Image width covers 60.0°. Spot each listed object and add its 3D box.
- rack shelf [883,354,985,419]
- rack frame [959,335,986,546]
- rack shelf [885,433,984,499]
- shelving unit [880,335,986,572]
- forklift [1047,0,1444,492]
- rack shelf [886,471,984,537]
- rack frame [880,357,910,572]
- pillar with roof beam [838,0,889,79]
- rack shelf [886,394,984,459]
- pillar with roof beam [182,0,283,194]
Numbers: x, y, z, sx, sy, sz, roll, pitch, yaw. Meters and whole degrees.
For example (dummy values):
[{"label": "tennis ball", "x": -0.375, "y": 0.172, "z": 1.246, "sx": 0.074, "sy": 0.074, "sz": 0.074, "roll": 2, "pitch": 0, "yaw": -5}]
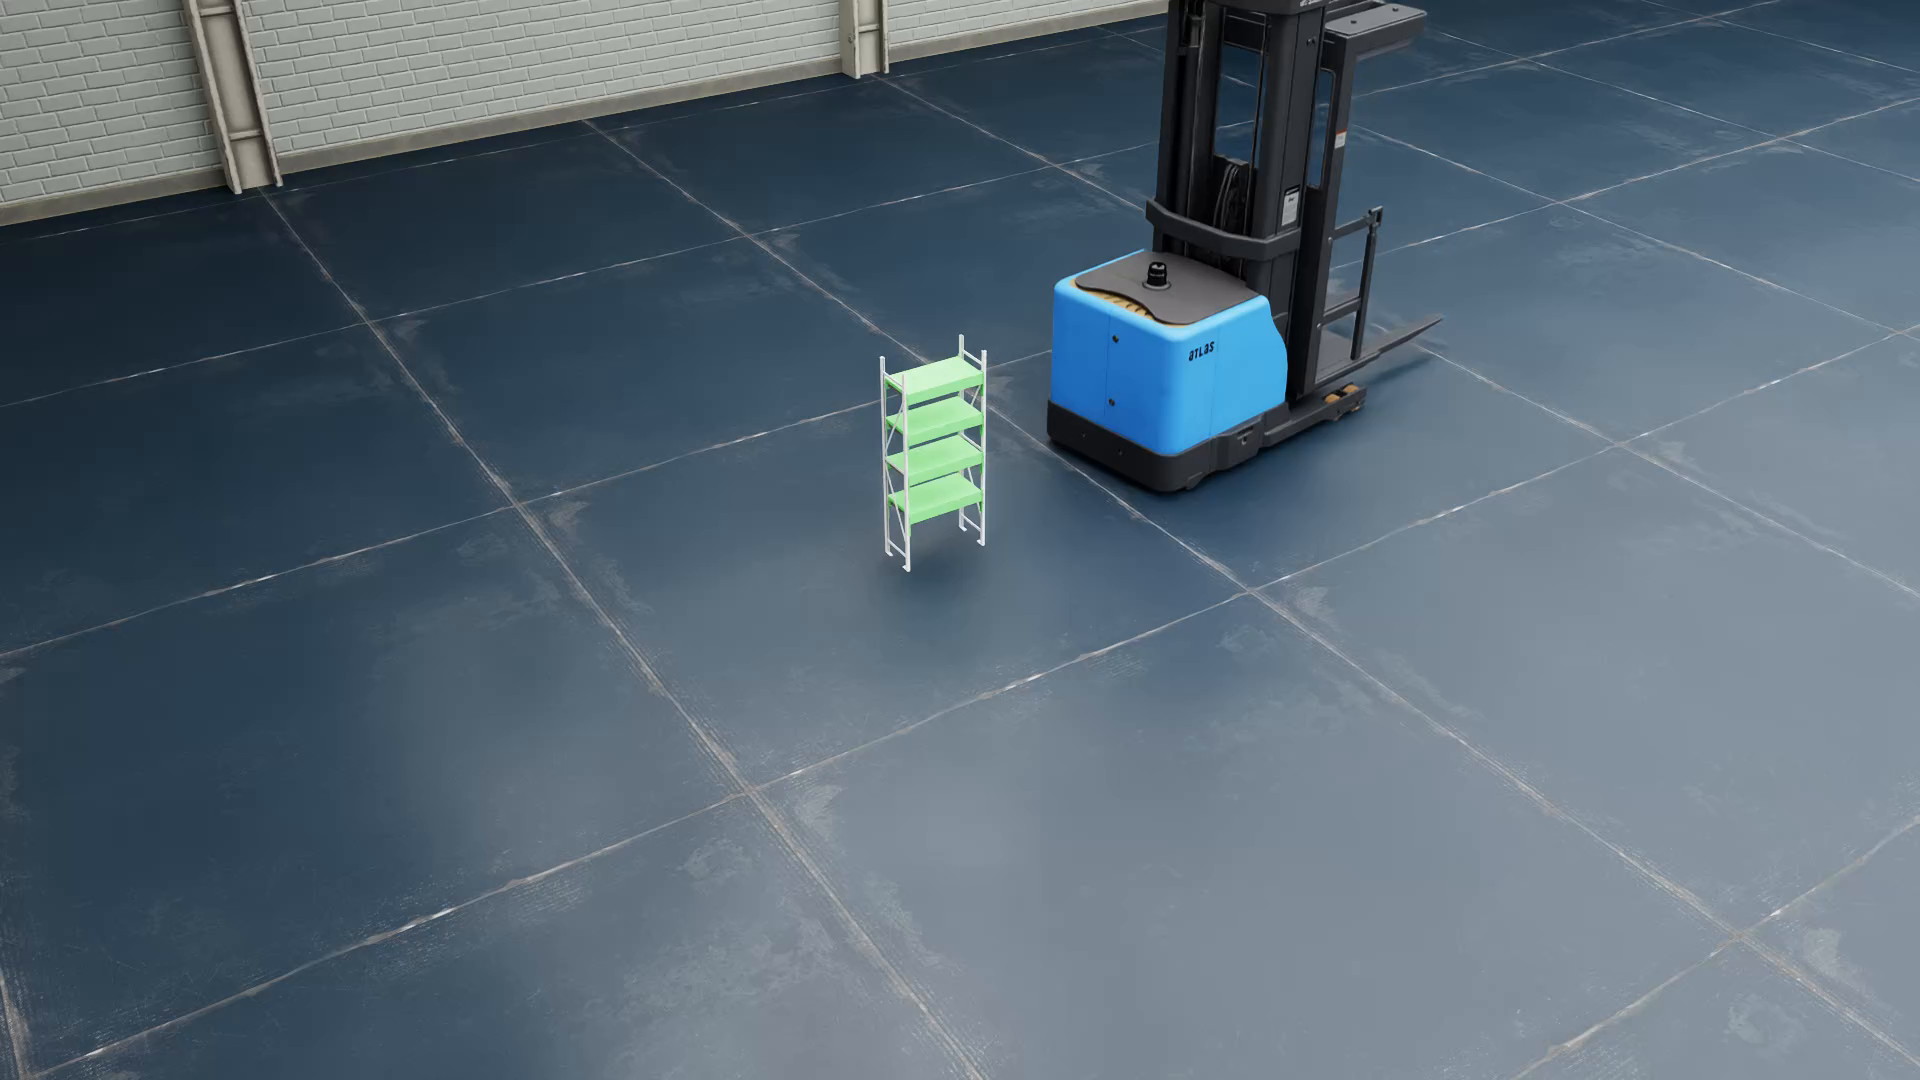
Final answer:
[{"label": "rack shelf", "x": -0.139, "y": -0.812, "z": 8.754, "sx": 0.480, "sy": 0.148, "sz": 0.258, "roll": -19, "pitch": 37, "yaw": -27}, {"label": "rack frame", "x": 0.066, "y": -0.530, "z": 9.087, "sx": 0.015, "sy": 1.200, "sz": 0.240, "roll": -19, "pitch": 37, "yaw": -27}, {"label": "rack shelf", "x": -0.139, "y": -0.406, "z": 9.010, "sx": 0.480, "sy": 0.148, "sz": 0.258, "roll": -19, "pitch": 37, "yaw": -27}, {"label": "shelving unit", "x": -0.139, "y": -0.460, "z": 8.976, "sx": 0.503, "sy": 1.200, "sz": 0.258, "roll": -19, "pitch": 37, "yaw": -27}, {"label": "forklift", "x": 1.972, "y": -2.182, "z": 10.084, "sx": 3.031, "sy": 2.935, "sz": 1.130, "roll": -26, "pitch": 40, "yaw": -34}, {"label": "rack shelf", "x": -0.139, "y": -0.203, "z": 9.138, "sx": 0.480, "sy": 0.148, "sz": 0.258, "roll": -19, "pitch": 37, "yaw": -27}, {"label": "rack frame", "x": -0.344, "y": -0.389, "z": 8.864, "sx": 0.015, "sy": 1.200, "sz": 0.240, "roll": -19, "pitch": 37, "yaw": -27}, {"label": "pillar with roof beam", "x": 1.365, "y": -6.642, "z": 11.466, "sx": 0.400, "sy": 9.000, "sz": 9.100, "roll": -19, "pitch": 37, "yaw": -27}, {"label": "rack shelf", "x": -0.139, "y": -0.609, "z": 8.882, "sx": 0.480, "sy": 0.148, "sz": 0.258, "roll": -19, "pitch": 37, "yaw": -27}, {"label": "pillar with roof beam", "x": -3.678, "y": -4.908, "z": 8.717, "sx": 0.400, "sy": 9.000, "sz": 9.100, "roll": -19, "pitch": 37, "yaw": -27}]
